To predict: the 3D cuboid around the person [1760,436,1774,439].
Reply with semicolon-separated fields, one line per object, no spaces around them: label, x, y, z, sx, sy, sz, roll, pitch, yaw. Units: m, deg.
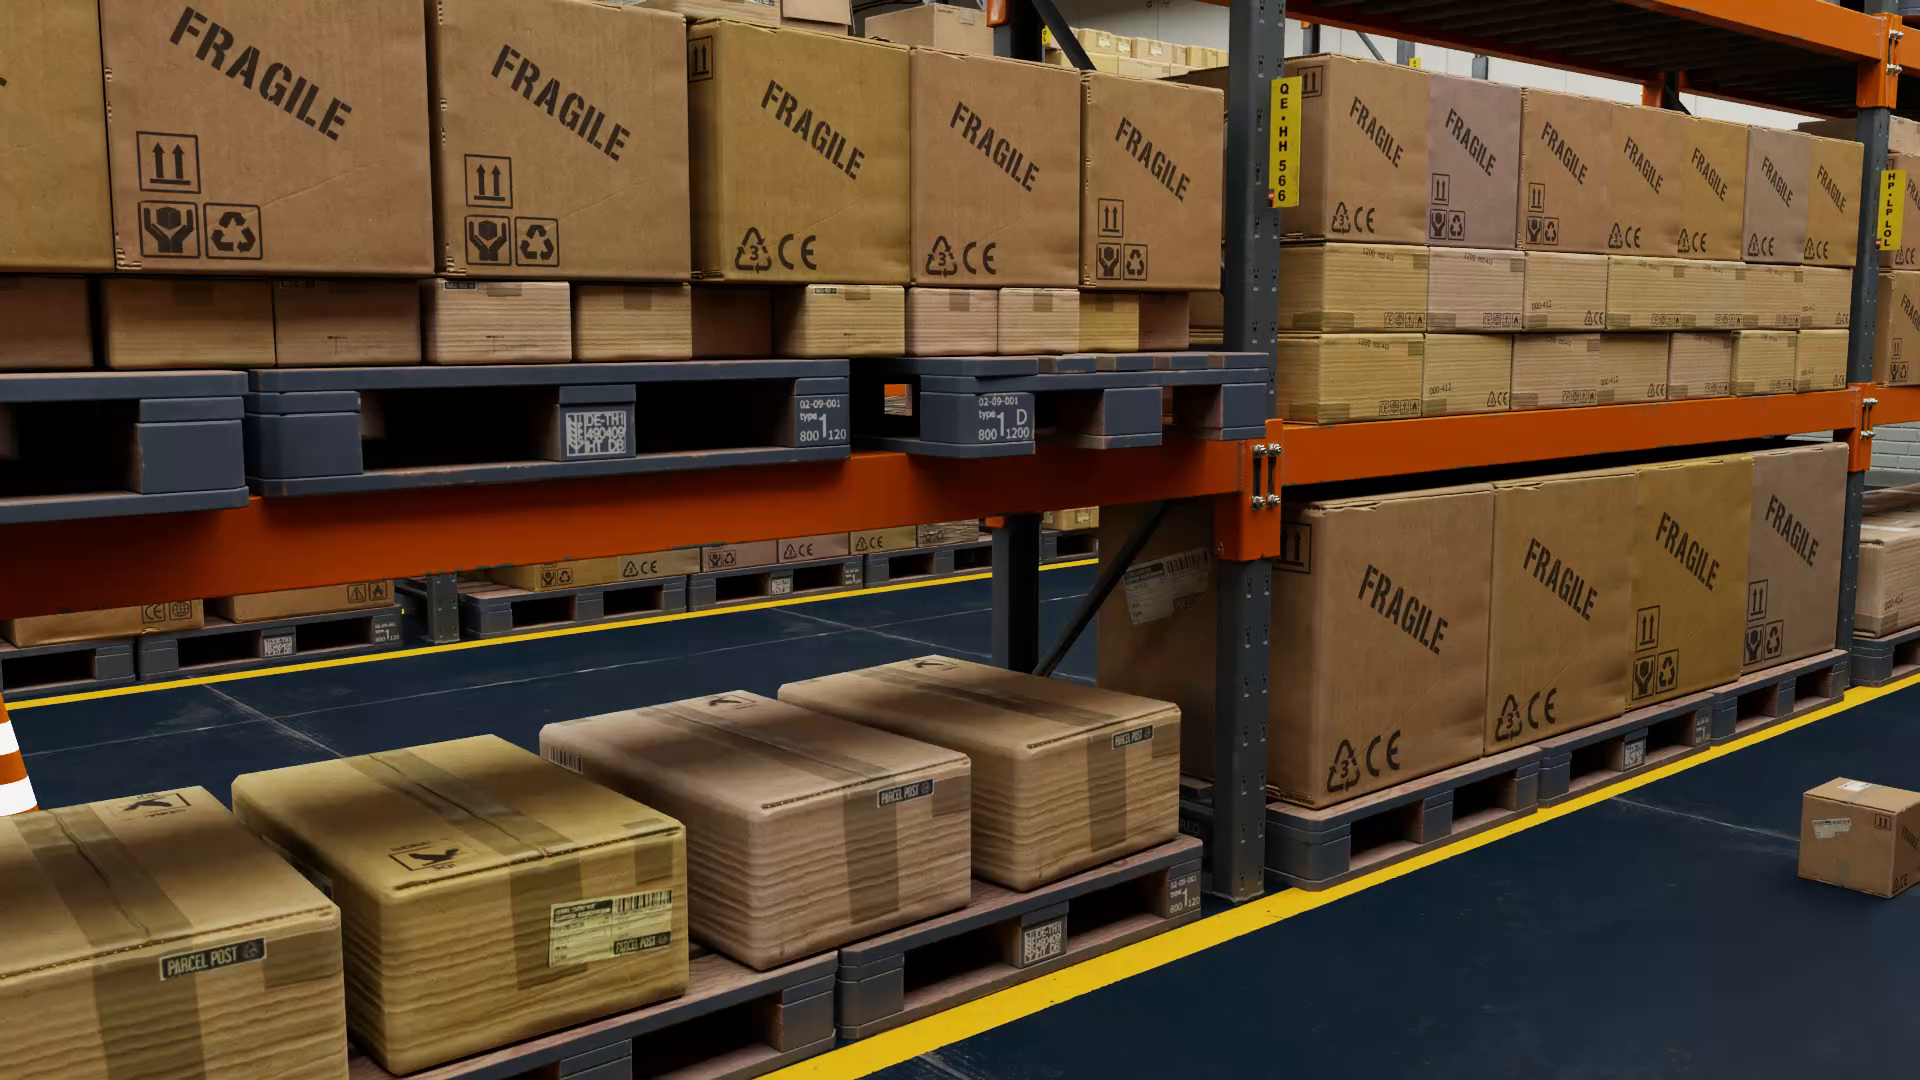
person;5.166;-0.665;10.849;0.974;1.602;0.479;-7;10;-41
